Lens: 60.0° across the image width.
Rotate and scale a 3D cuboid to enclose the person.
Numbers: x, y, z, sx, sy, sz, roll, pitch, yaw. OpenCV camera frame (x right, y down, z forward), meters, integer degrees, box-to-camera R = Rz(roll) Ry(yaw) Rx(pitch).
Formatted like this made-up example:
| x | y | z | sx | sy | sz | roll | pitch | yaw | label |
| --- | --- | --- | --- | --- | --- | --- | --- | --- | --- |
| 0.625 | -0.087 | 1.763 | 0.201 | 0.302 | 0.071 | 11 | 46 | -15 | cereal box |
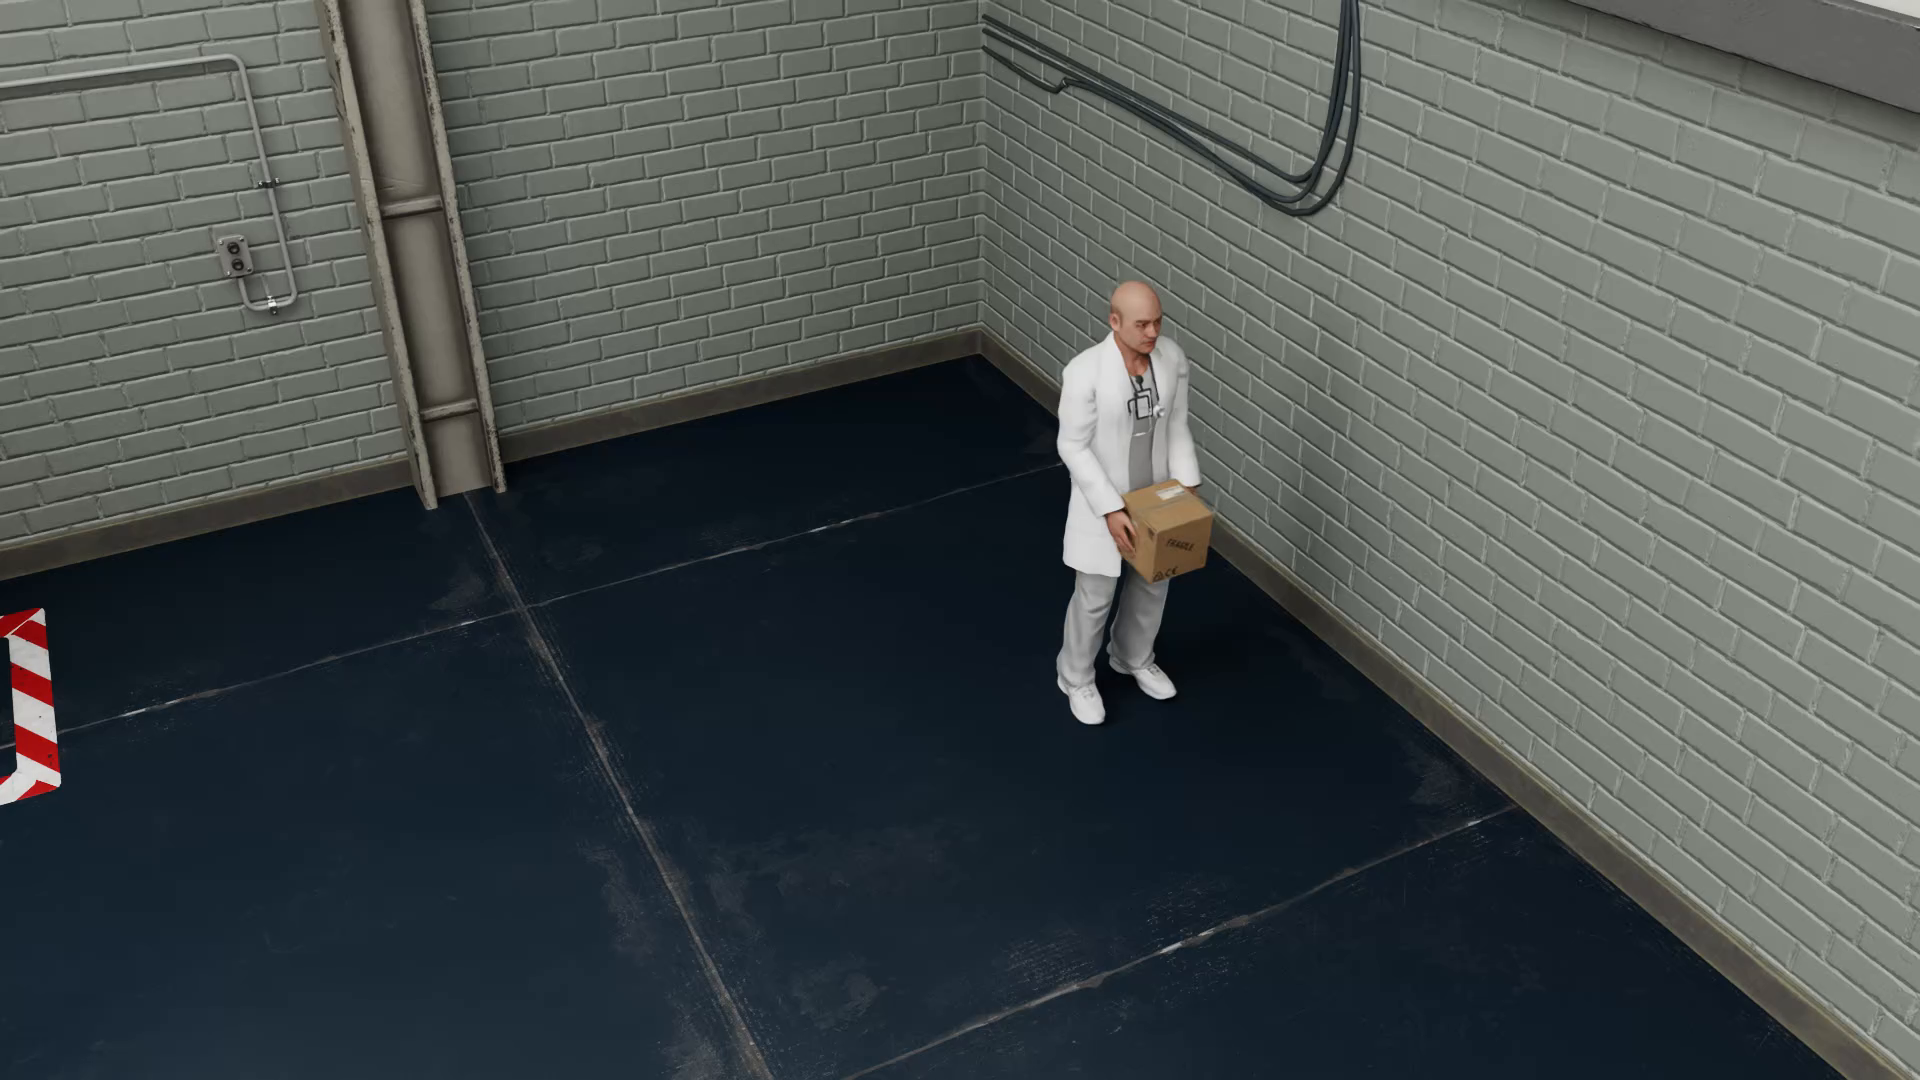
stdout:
| x | y | z | sx | sy | sz | roll | pitch | yaw | label |
| --- | --- | --- | --- | --- | --- | --- | --- | --- | --- |
| 0.654 | -0.129 | 6.347 | 0.572 | 1.782 | 0.479 | -16 | 36 | -24 | person |
